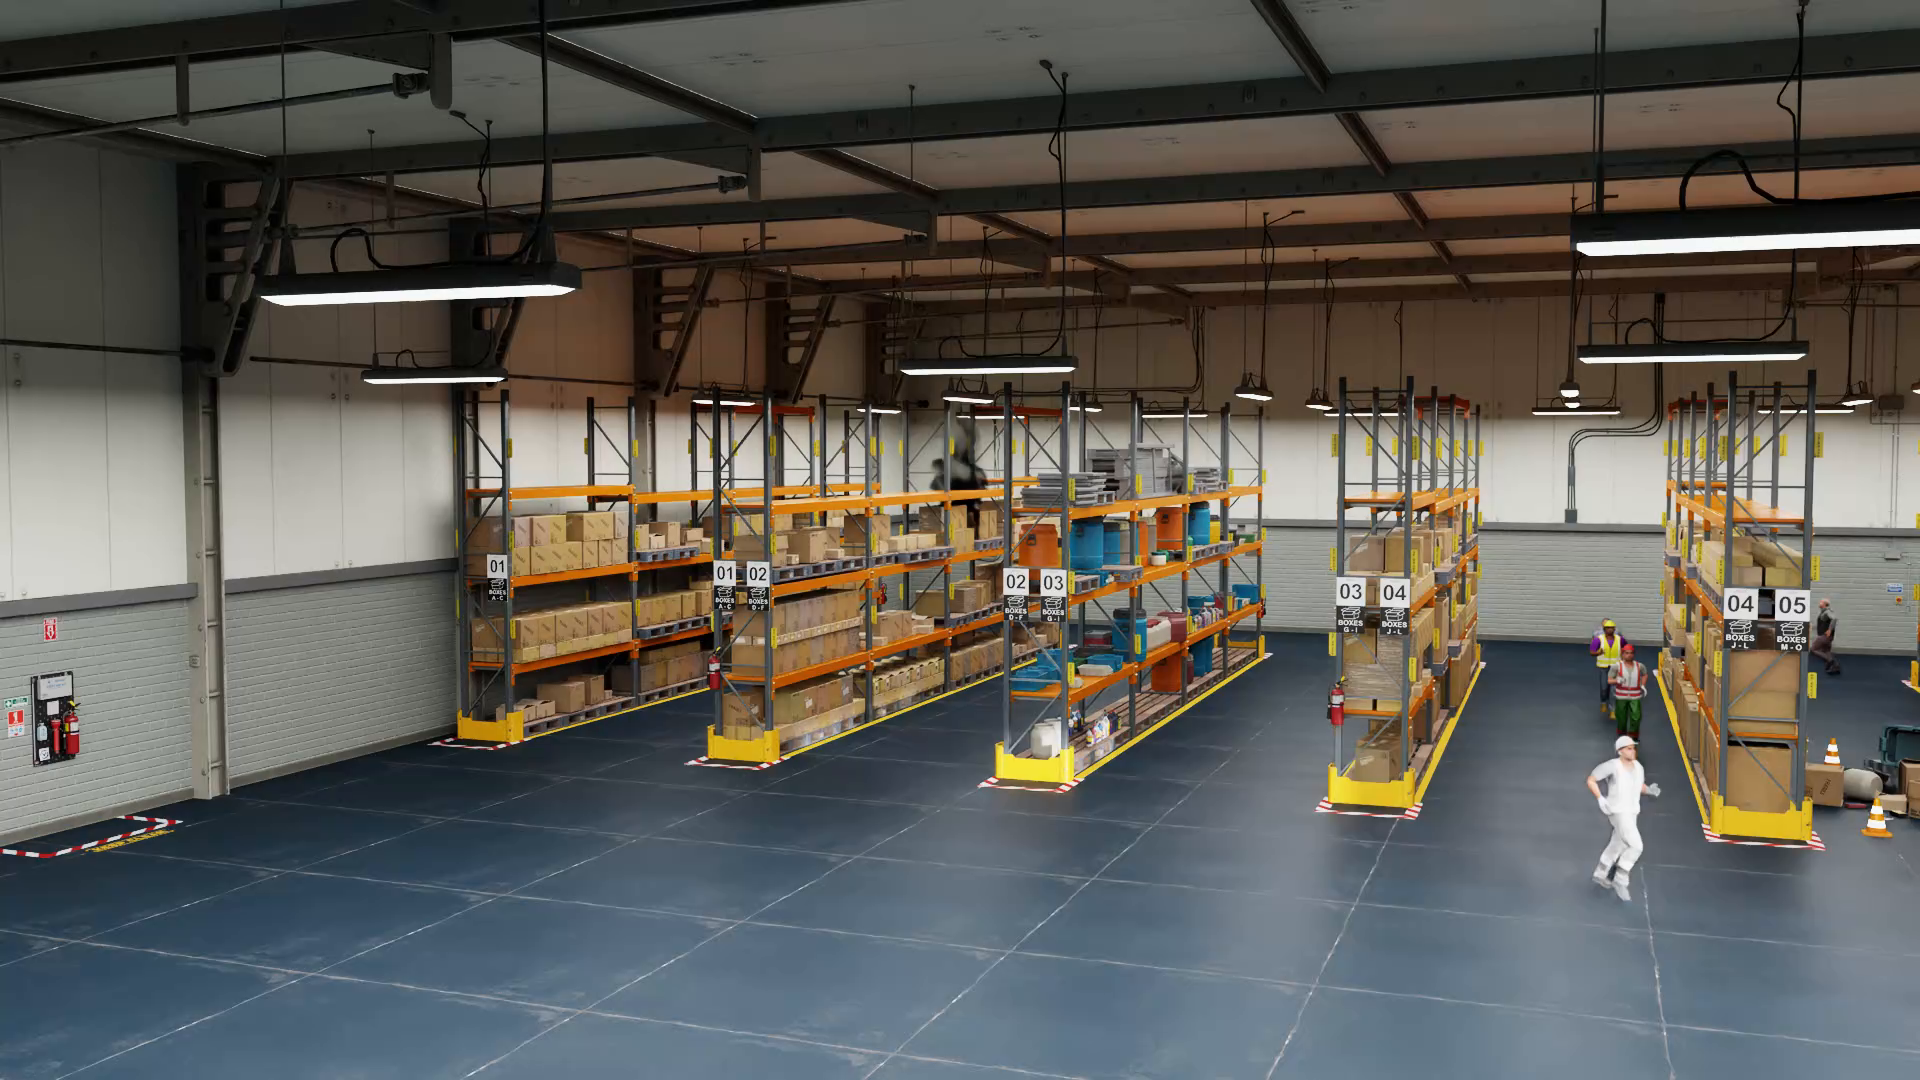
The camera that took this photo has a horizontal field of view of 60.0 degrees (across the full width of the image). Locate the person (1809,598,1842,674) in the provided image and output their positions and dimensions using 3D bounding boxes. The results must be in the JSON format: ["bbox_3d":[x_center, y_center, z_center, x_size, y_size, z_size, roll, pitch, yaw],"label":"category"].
[{"bbox_3d":[19.115,2.133,36.795,0.734,1.678,0.679,2,4,29],"label":"person"}]

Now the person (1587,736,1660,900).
[{"bbox_3d":[7.444,3.099,18.613,0.616,1.832,0.746,-2,4,-33],"label":"person"}]

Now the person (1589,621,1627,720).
[{"bbox_3d":[12.047,2.387,30.877,0.688,1.785,0.887,1,3,18],"label":"person"}]

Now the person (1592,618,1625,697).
[{"bbox_3d":[13.077,2.371,33.541,0.645,1.600,0.596,1,3,18],"label":"person"}]

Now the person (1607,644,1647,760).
[{"bbox_3d":[10.834,2.606,26.983,0.632,1.832,0.762,1,3,16],"label":"person"}]
